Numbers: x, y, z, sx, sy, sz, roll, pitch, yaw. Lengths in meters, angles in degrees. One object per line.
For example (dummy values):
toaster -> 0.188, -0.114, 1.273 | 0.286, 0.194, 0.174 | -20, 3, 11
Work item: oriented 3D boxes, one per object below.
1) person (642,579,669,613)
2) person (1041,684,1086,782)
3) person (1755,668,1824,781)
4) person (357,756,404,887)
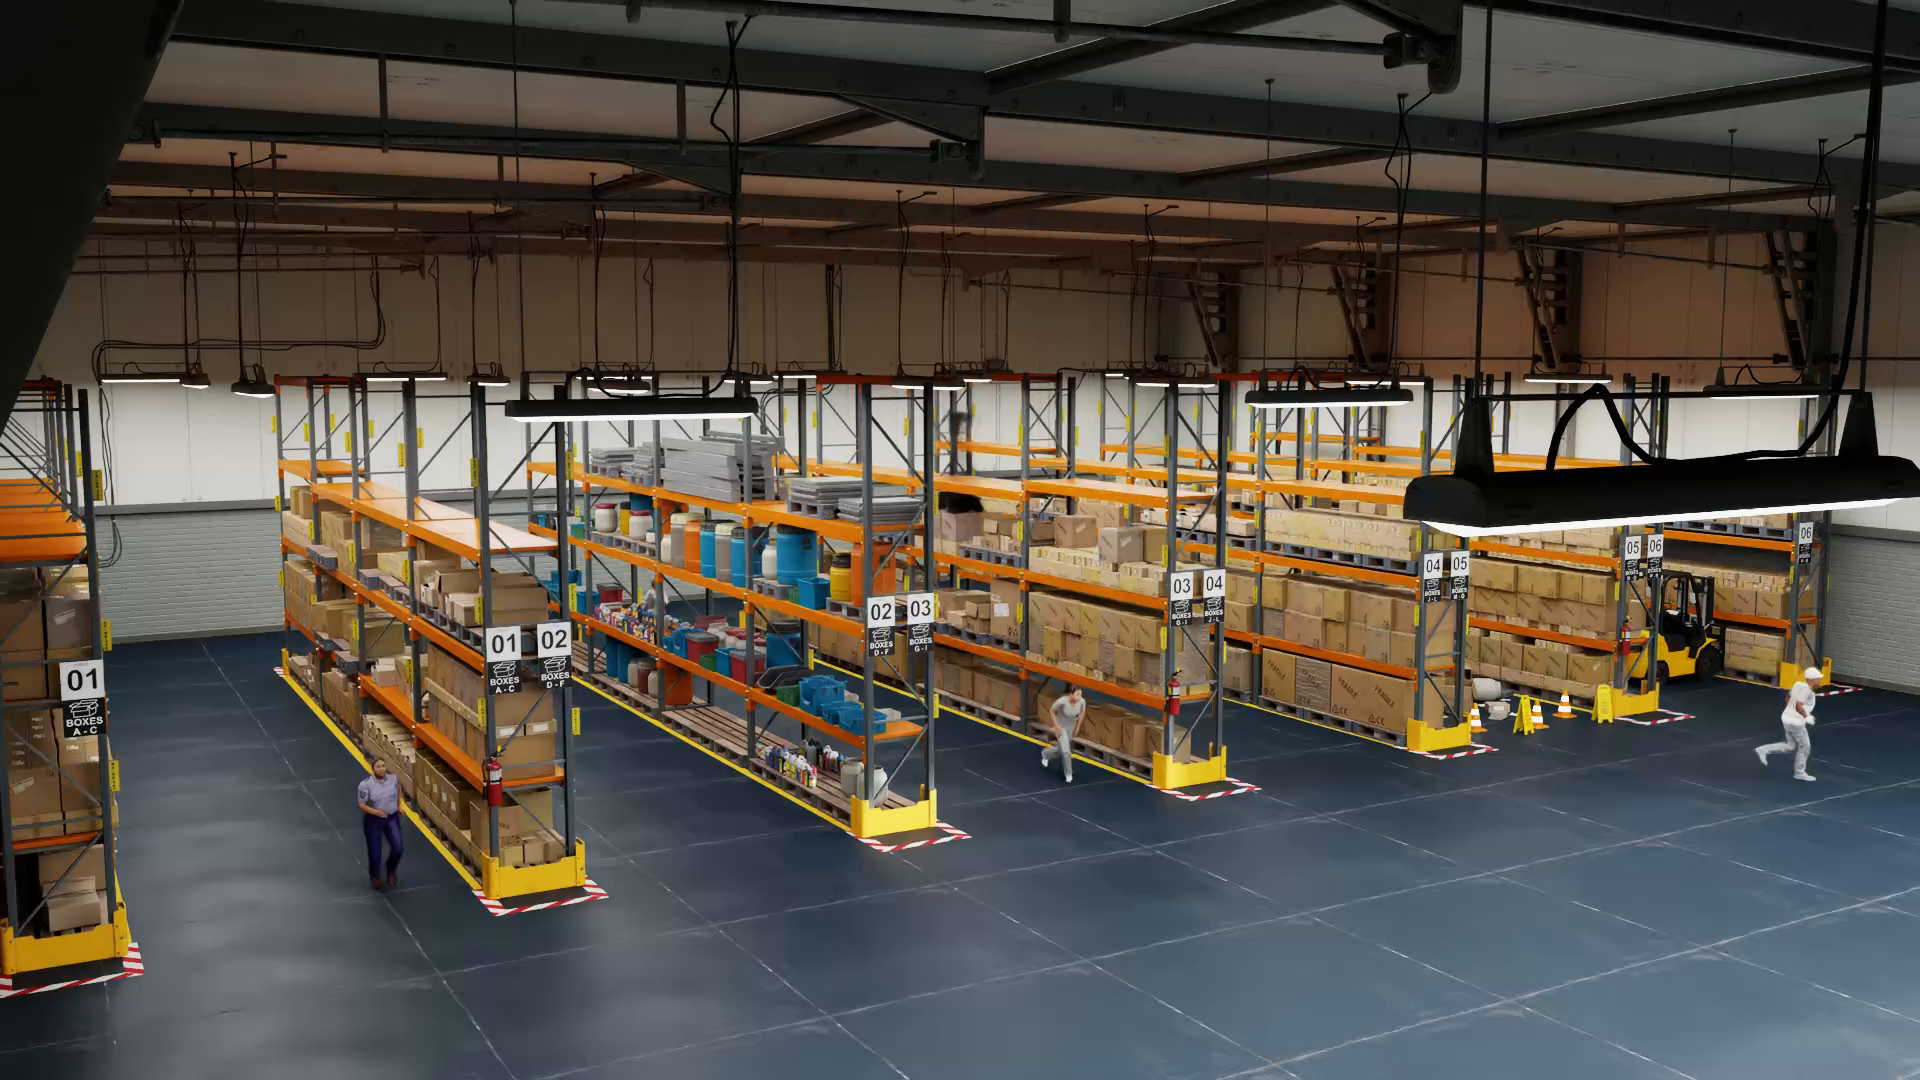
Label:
person -> -6.536, 1.621, 35.810 | 0.542, 1.612, 0.785 | -4, 8, -35
person -> 1.548, 2.854, 25.153 | 0.564, 1.516, 1.014 | -3, 7, -25
person -> 12.458, 2.756, 24.991 | 0.882, 1.725, 0.654 | 3, 7, 22
person -> -6.860, 3.359, 19.770 | 0.577, 1.609, 0.719 | -4, 8, -34
